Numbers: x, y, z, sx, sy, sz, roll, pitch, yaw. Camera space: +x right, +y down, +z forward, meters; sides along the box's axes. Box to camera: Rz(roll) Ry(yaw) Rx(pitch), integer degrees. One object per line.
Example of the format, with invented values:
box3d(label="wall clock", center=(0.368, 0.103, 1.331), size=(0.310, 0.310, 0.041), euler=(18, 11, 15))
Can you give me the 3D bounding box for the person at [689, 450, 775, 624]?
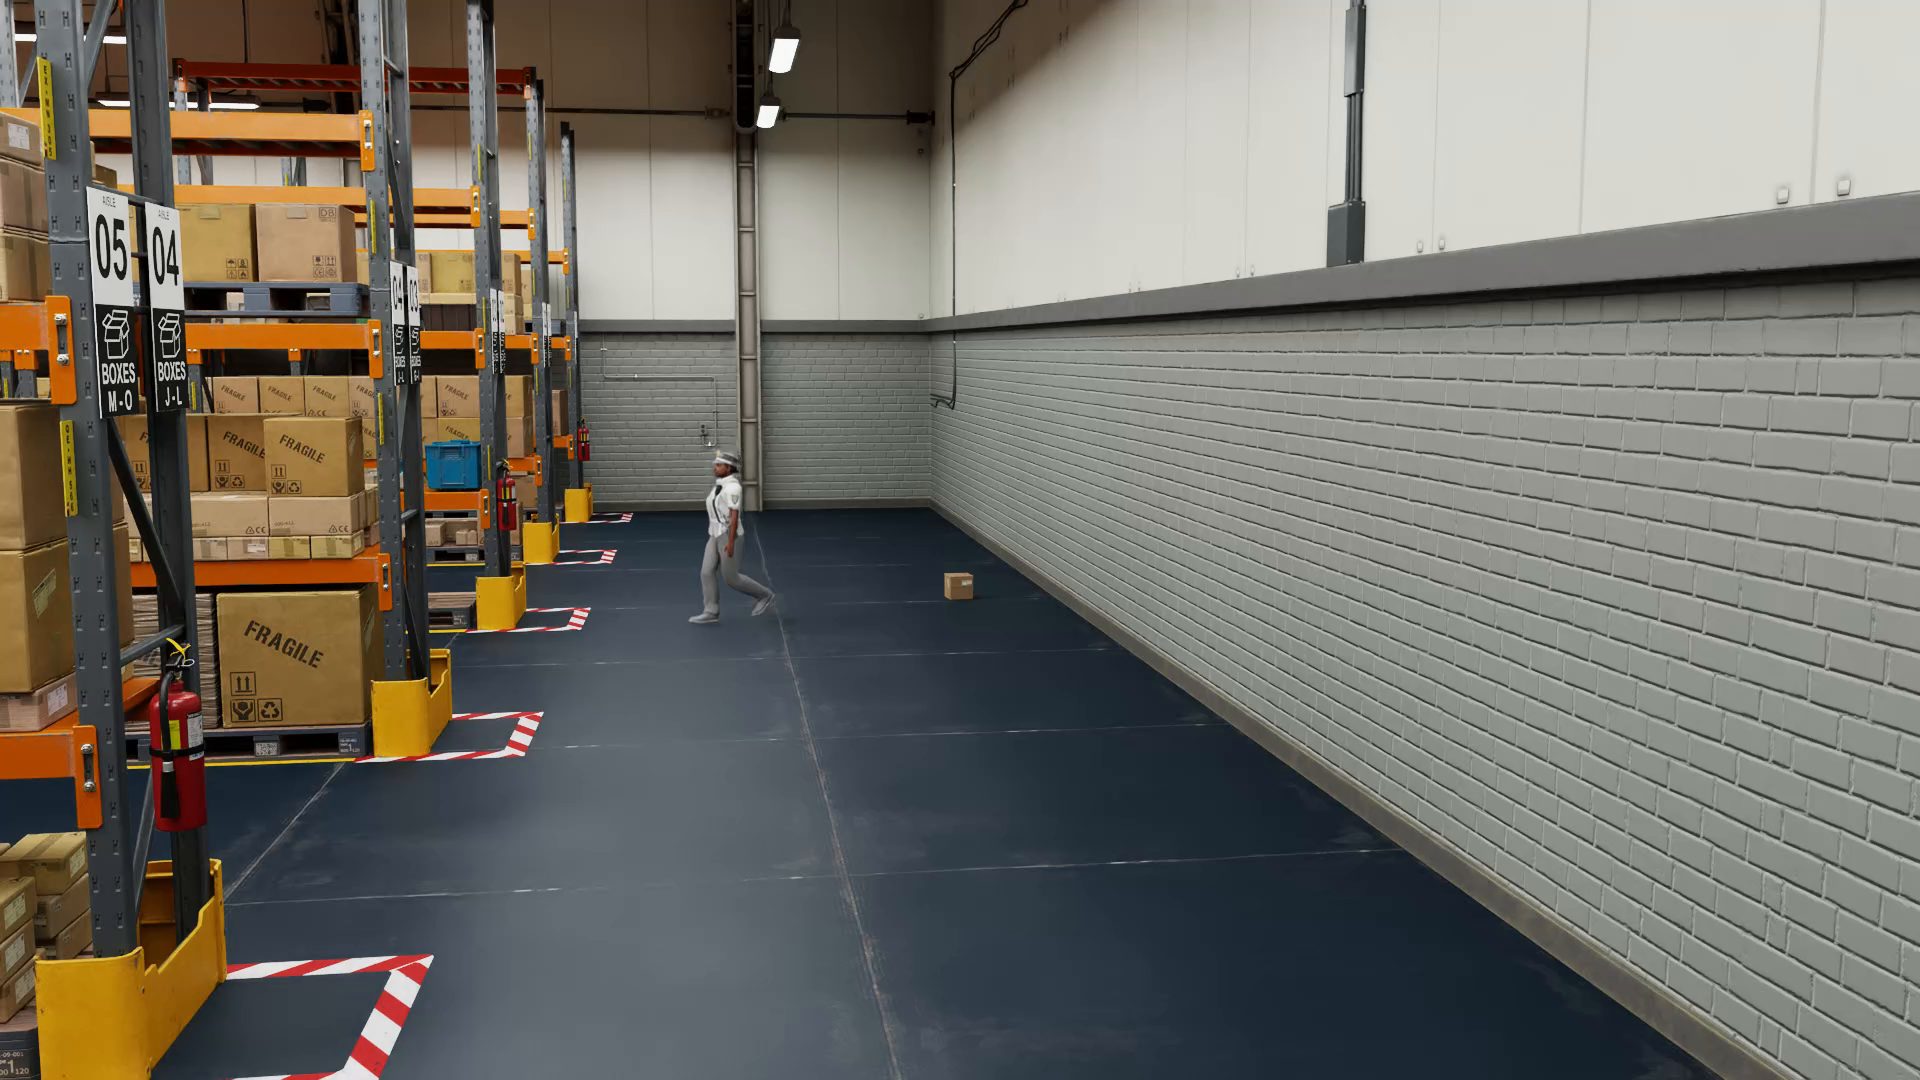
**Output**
box3d(label="person", center=(-2.199, -0.035, 15.931), size=(0.790, 1.659, 0.450), euler=(-4, 8, -29))
